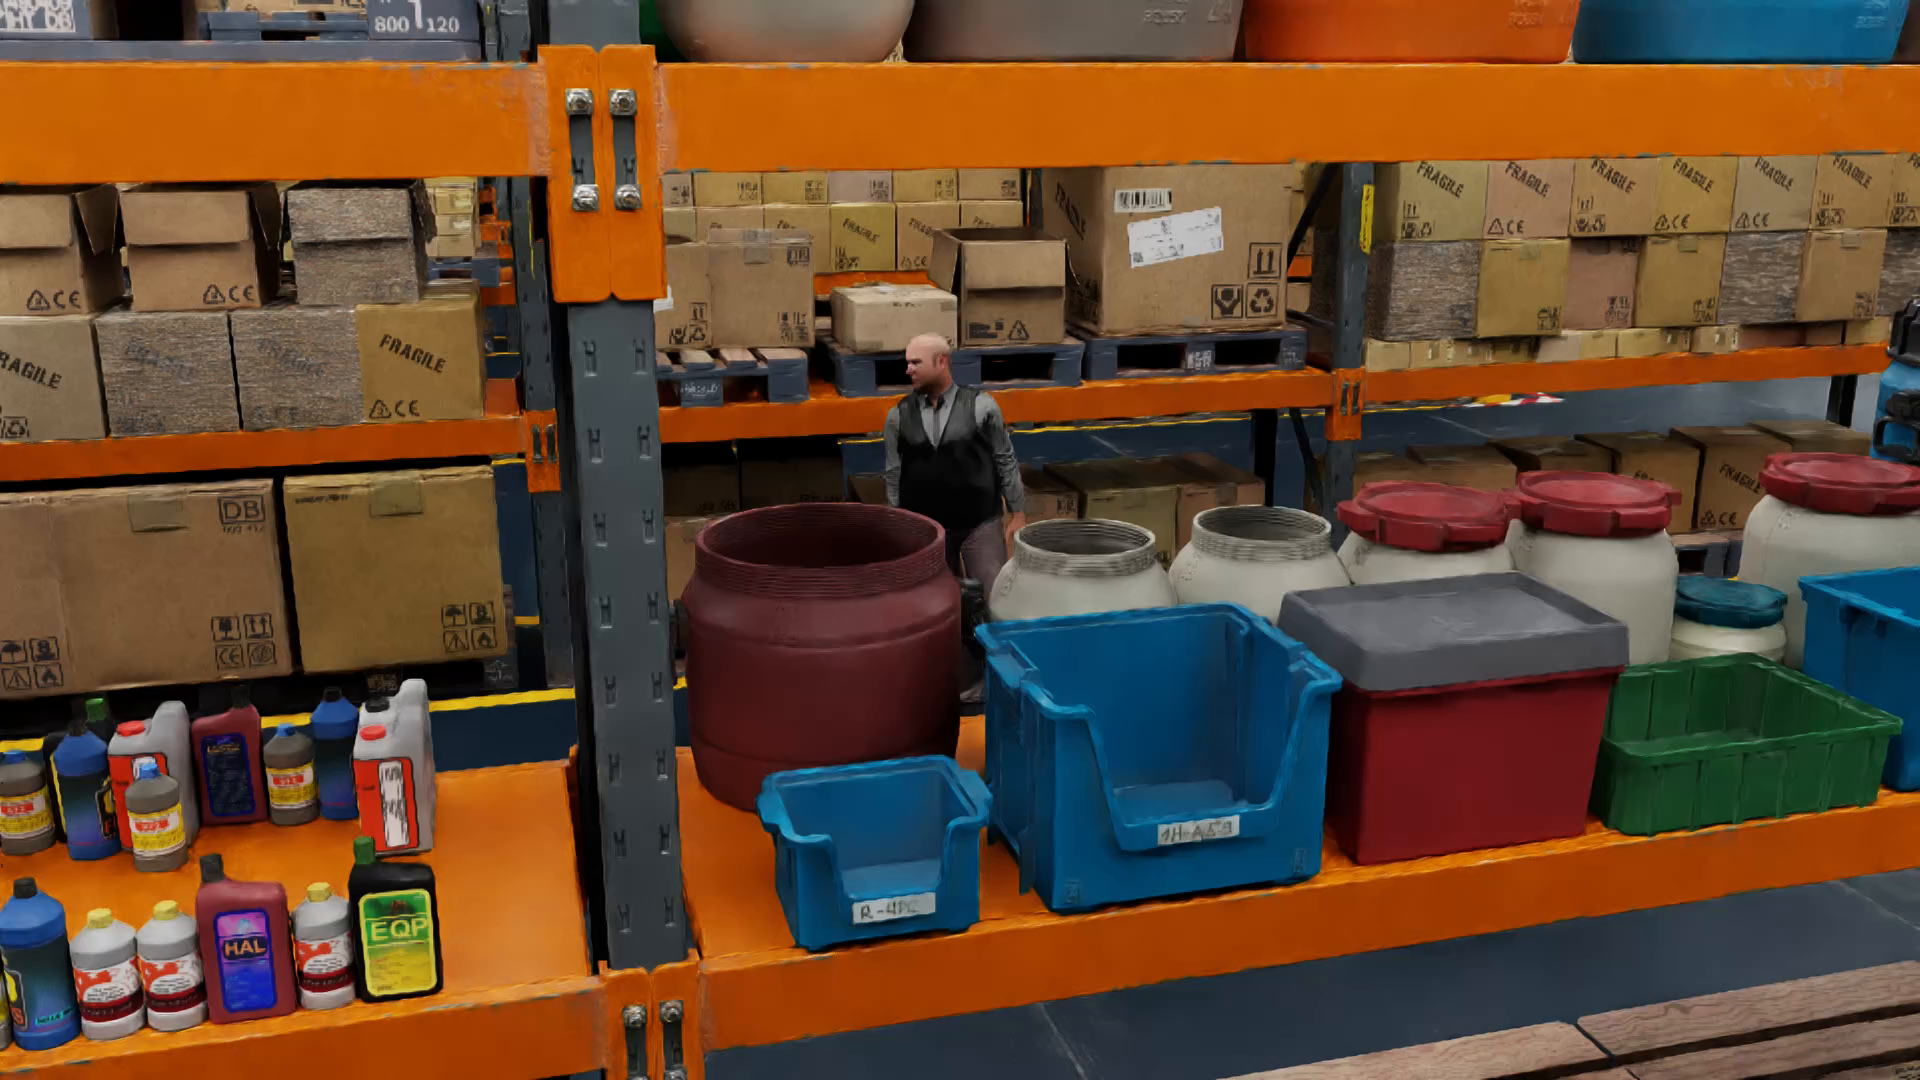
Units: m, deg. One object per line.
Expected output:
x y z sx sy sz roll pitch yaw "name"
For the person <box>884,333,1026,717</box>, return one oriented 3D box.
-0.024 -0.025 7.153 0.638 1.705 0.446 2 16 8 "person"
